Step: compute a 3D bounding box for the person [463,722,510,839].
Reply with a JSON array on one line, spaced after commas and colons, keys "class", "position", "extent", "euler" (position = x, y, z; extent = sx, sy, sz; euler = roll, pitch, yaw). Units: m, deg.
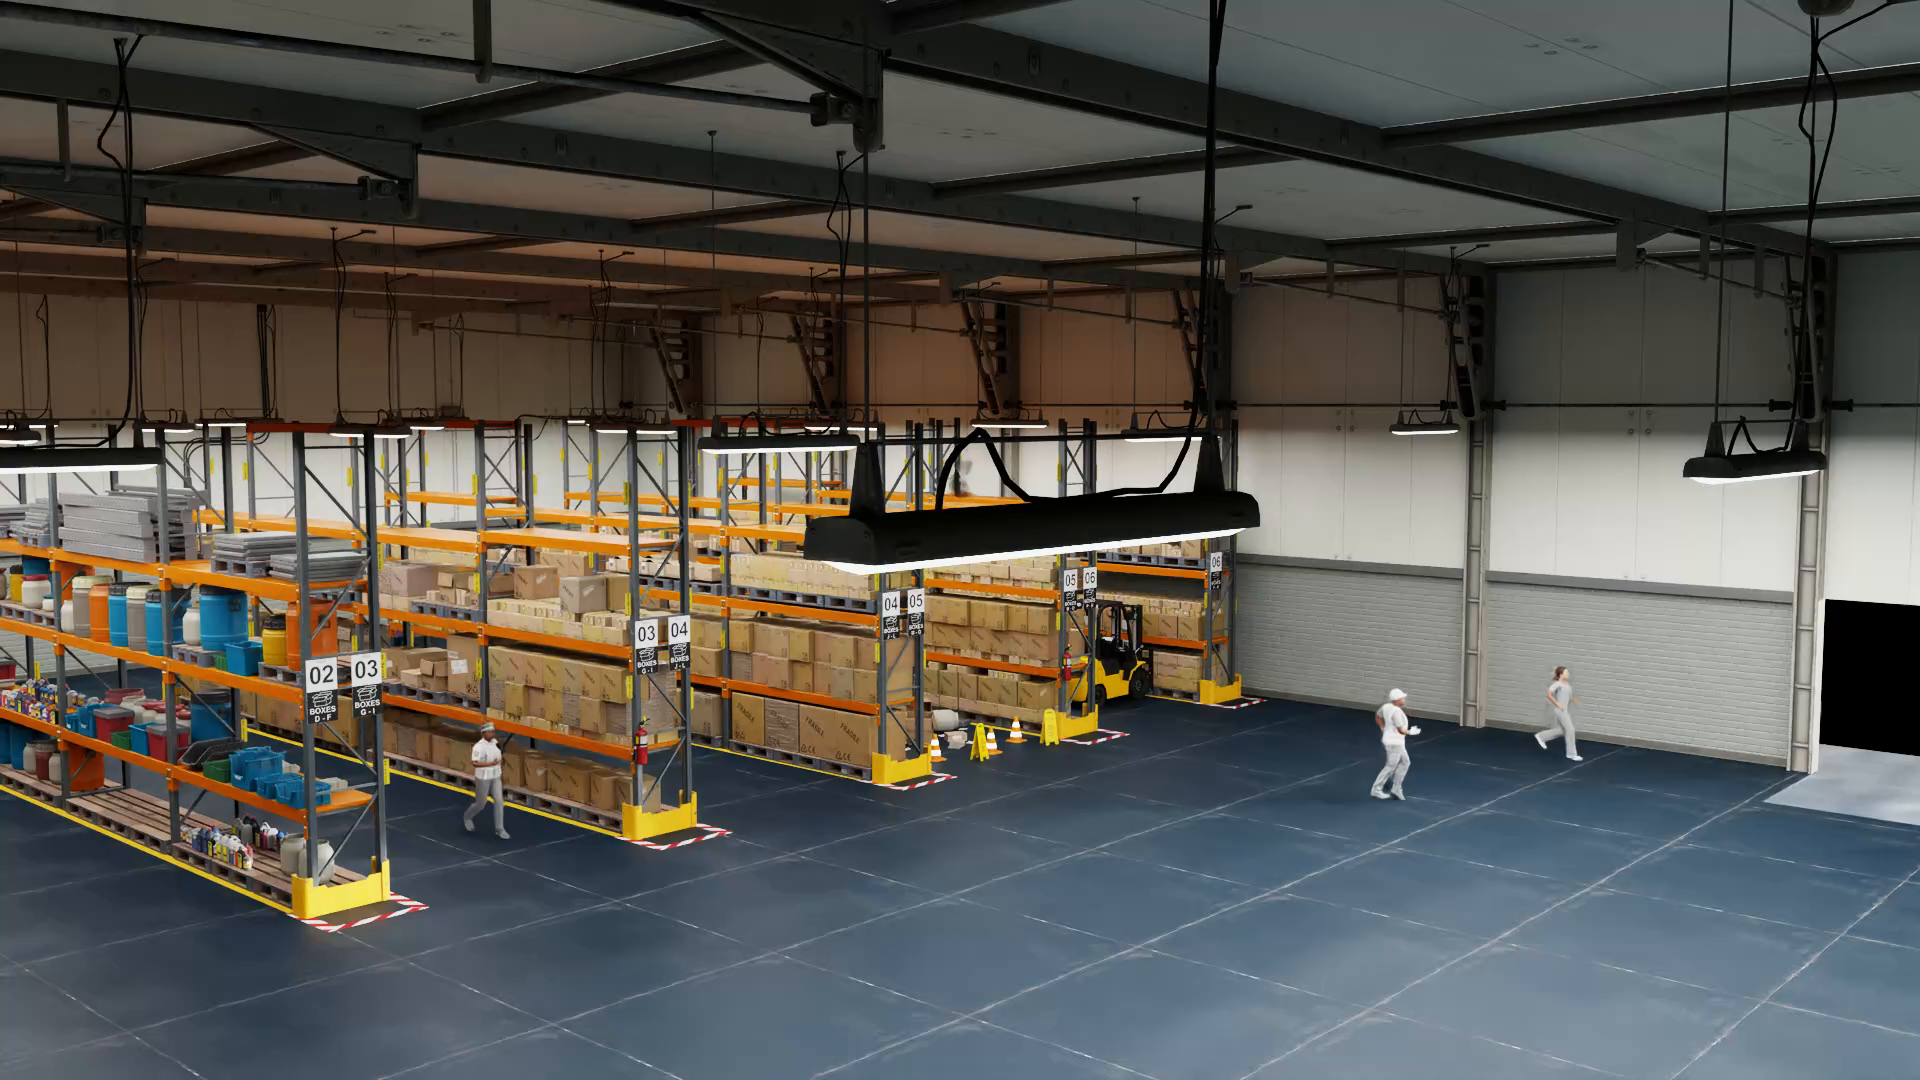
[{"class": "person", "position": [-6.923, 3.479, 24.304], "extent": [0.898, 1.689, 0.596], "euler": [3, 6, 34]}]

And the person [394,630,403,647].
[{"class": "person", "position": [-13.555, 2.298, 40.059], "extent": [0.585, 1.566, 0.679], "euler": [-2, 5, -19]}]

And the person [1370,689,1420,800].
[{"class": "person", "position": [6.938, 3.291, 26.532], "extent": [0.761, 1.852, 0.700], "euler": [0, 5, 4]}]

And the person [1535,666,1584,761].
[{"class": "person", "position": [10.730, 3.082, 29.758], "extent": [0.879, 1.669, 0.567], "euler": [3, 6, 36]}]
